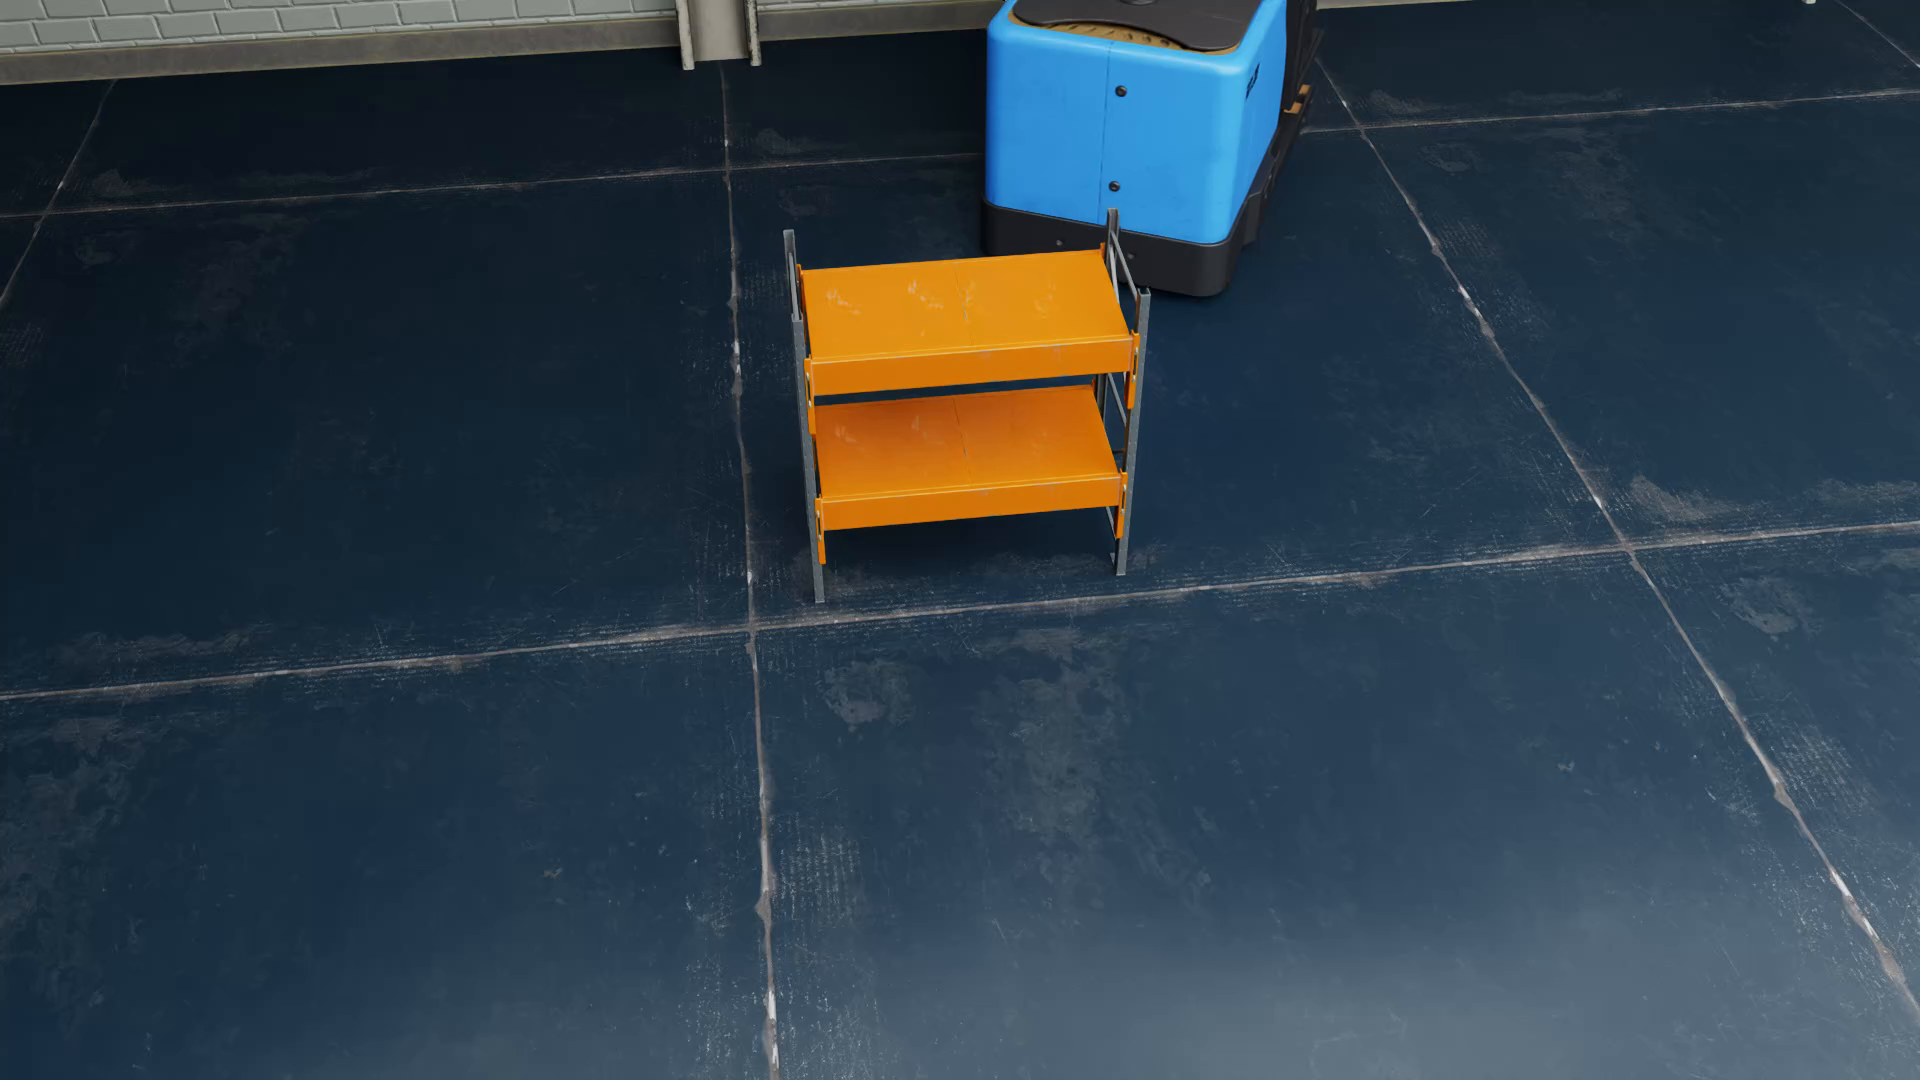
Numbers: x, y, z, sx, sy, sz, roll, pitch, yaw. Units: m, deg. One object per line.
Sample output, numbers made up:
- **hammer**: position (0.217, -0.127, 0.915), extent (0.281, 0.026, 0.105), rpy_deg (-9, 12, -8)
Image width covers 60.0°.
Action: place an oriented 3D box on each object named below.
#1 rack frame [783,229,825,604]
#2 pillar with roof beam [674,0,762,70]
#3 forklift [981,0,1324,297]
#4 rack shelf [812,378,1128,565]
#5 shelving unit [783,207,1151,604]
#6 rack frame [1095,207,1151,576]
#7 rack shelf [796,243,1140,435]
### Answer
- **rack frame**: position (-0.497, -0.374, 5.325), extent (0.032, 1.125, 0.500), rpy_deg (-5, 42, -6)
- **pillar with roof beam**: position (-0.662, -2.970, 2.324), extent (0.400, 9.000, 9.100), rpy_deg (-5, 42, -6)
- **forklift**: position (1.063, -3.072, 6.968), extent (1.130, 2.935, 3.031), rpy_deg (14, 44, 15)
- **rack shelf**: position (0.007, -0.237, 5.538), extent (1.000, 0.278, 0.538), rpy_deg (-5, 42, -6)
- **shelving unit**: position (0.007, -0.418, 5.374), extent (1.048, 1.125, 0.538), rpy_deg (-5, 42, -6)
- **rack frame**: position (0.511, -0.462, 5.423), extent (0.032, 1.125, 0.500), rpy_deg (-5, 42, -6)
- **rack shelf**: position (0.007, -0.636, 5.178), extent (1.000, 0.278, 0.538), rpy_deg (-5, 42, -6)
